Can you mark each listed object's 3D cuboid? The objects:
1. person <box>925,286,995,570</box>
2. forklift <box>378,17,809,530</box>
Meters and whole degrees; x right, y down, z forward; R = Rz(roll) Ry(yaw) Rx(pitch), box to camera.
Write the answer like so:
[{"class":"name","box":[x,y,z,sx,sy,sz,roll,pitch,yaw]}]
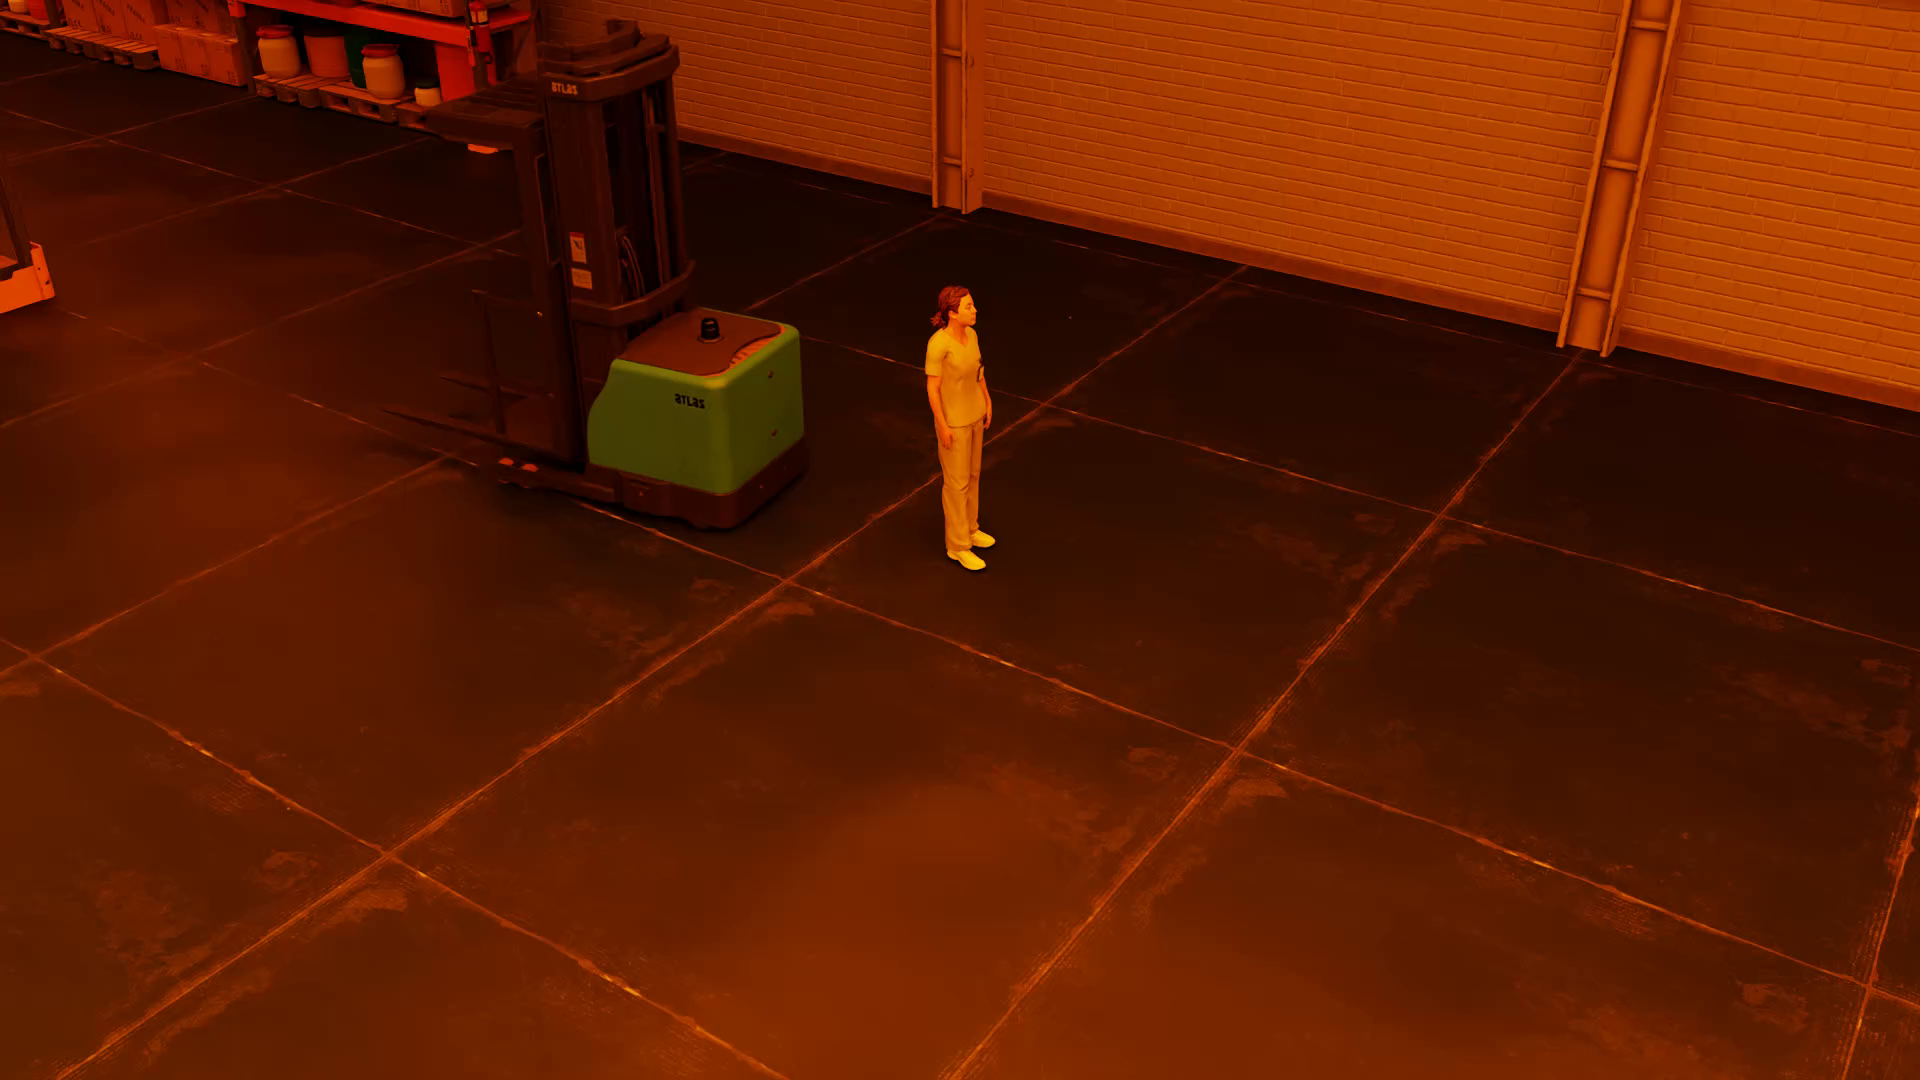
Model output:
[{"class":"person","box":[0.054,-0.705,10.031,0.549,1.675,0.550,19,35,29]},{"class":"forklift","box":[-2.579,-1.829,10.731,3.031,2.935,1.130,14,33,22]}]
